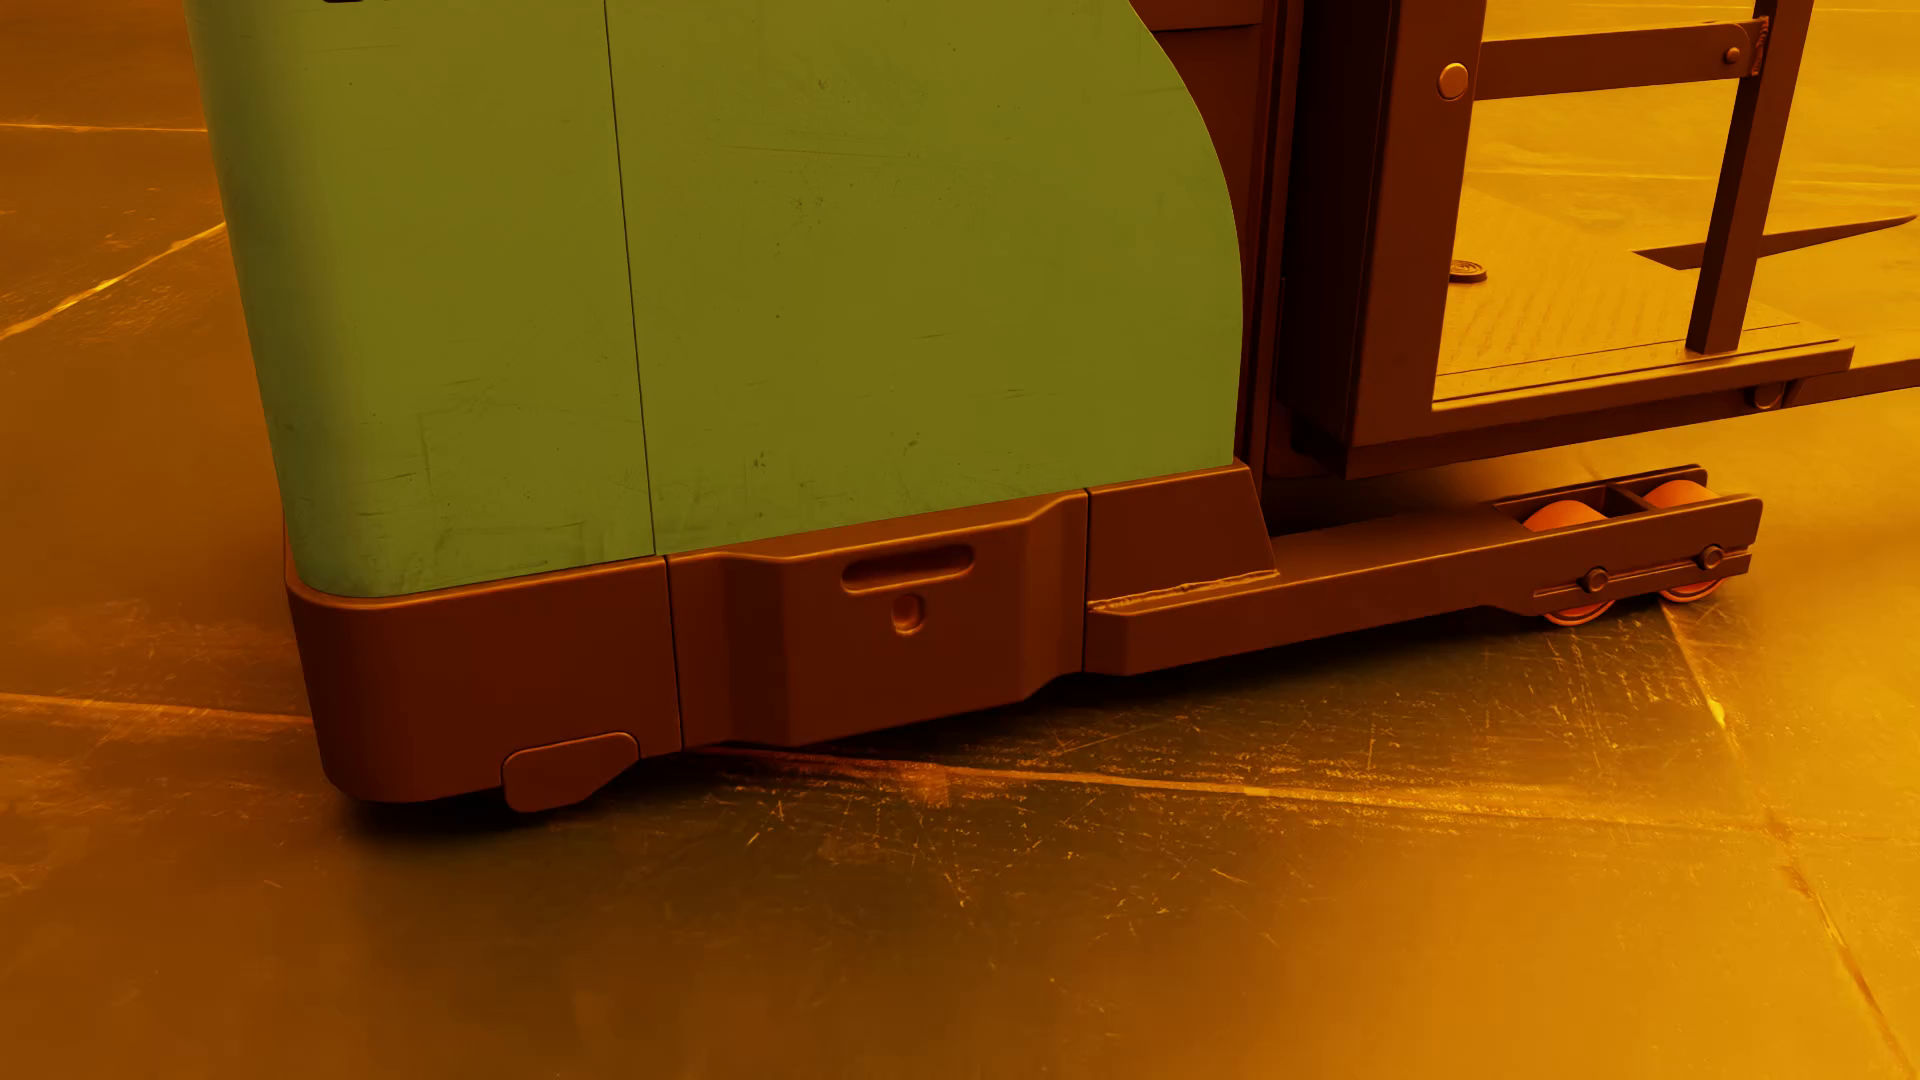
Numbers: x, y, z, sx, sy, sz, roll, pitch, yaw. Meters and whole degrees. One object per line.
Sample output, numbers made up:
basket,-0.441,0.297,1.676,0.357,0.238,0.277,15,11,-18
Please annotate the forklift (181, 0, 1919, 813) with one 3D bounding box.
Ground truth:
forklift,0.572,-1.406,2.035,3.031,2.935,1.130,-9,28,-18
